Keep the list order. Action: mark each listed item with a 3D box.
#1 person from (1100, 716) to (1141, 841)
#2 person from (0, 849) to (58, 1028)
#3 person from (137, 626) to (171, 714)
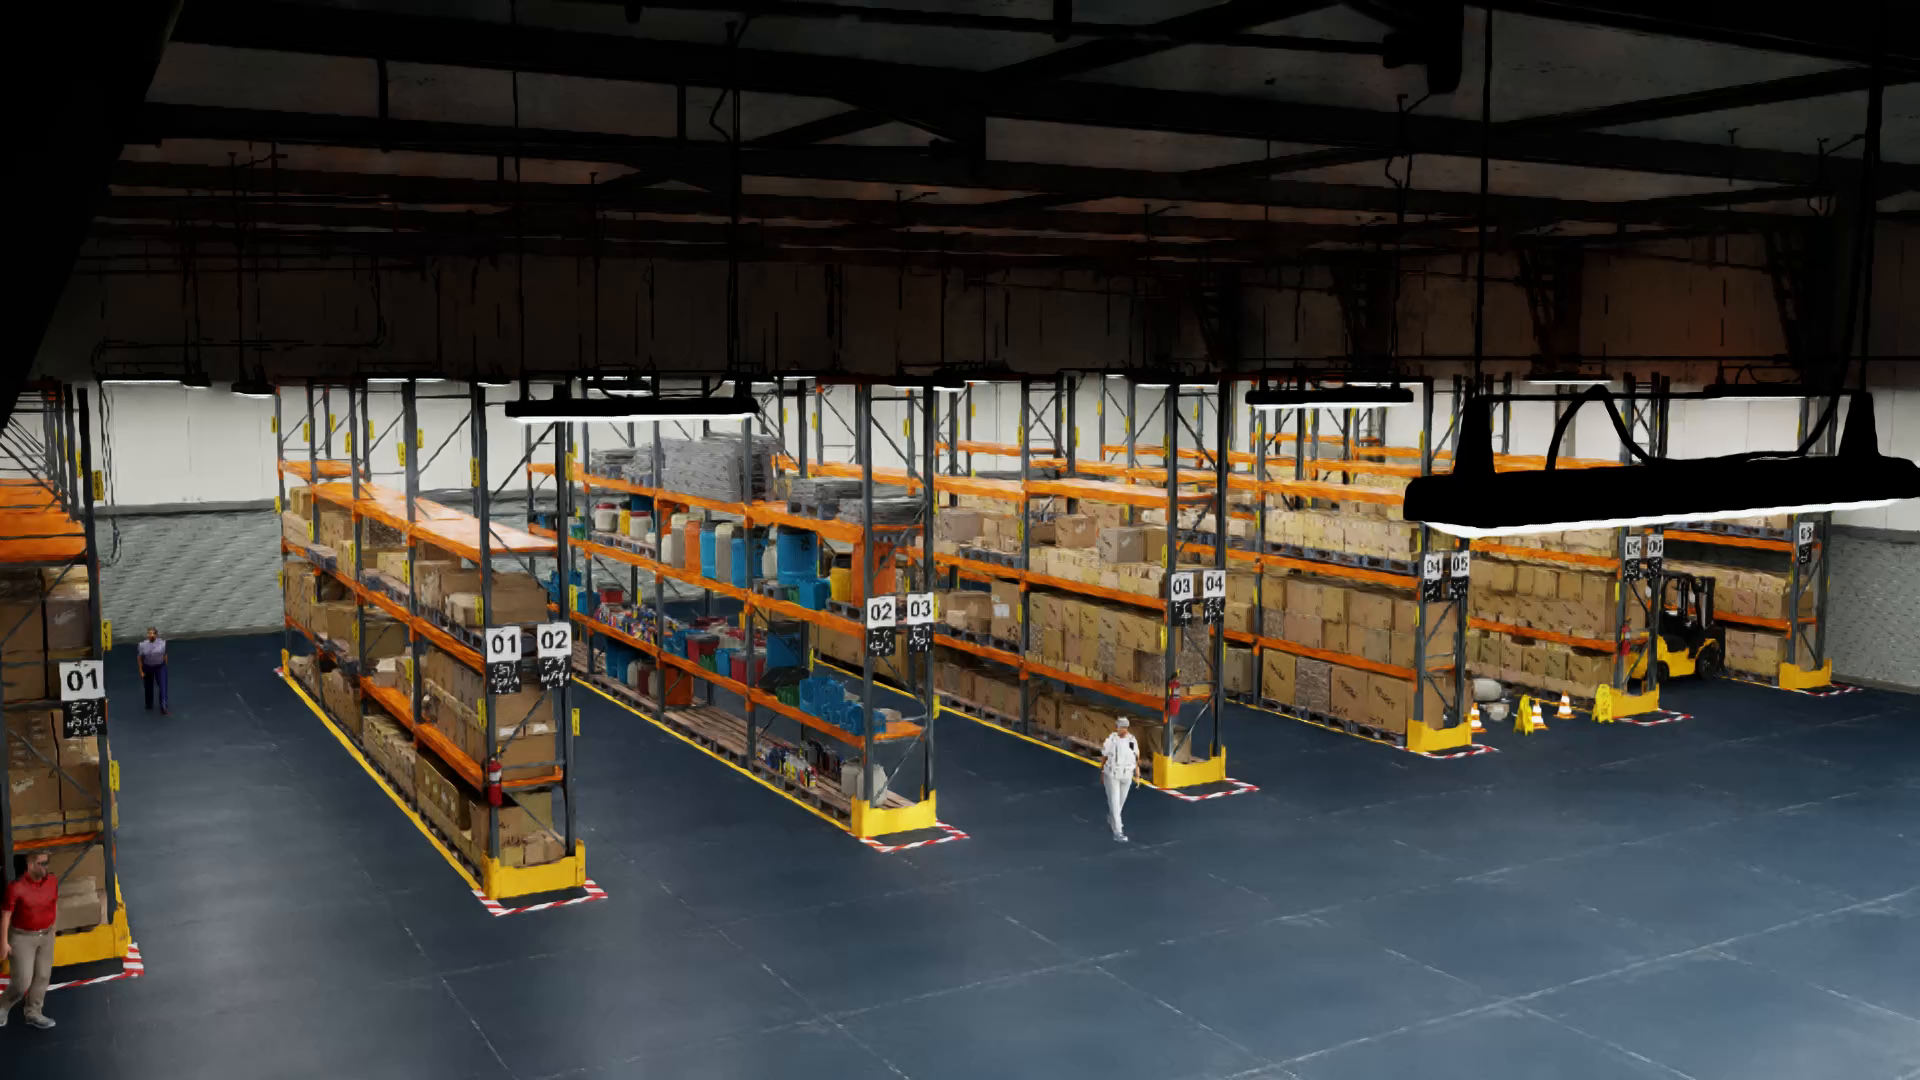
[{"bbox_3d":[2.137,3.117,22.036,0.479,1.587,0.994,-2,7,-20],"label":"person"},{"bbox_3d":[-8.838,3.764,15.720,0.547,1.720,0.607,3,7,23],"label":"person"},{"bbox_3d":[-14.394,2.297,29.656,0.479,1.567,1.090,-3,7,-28],"label":"person"}]
